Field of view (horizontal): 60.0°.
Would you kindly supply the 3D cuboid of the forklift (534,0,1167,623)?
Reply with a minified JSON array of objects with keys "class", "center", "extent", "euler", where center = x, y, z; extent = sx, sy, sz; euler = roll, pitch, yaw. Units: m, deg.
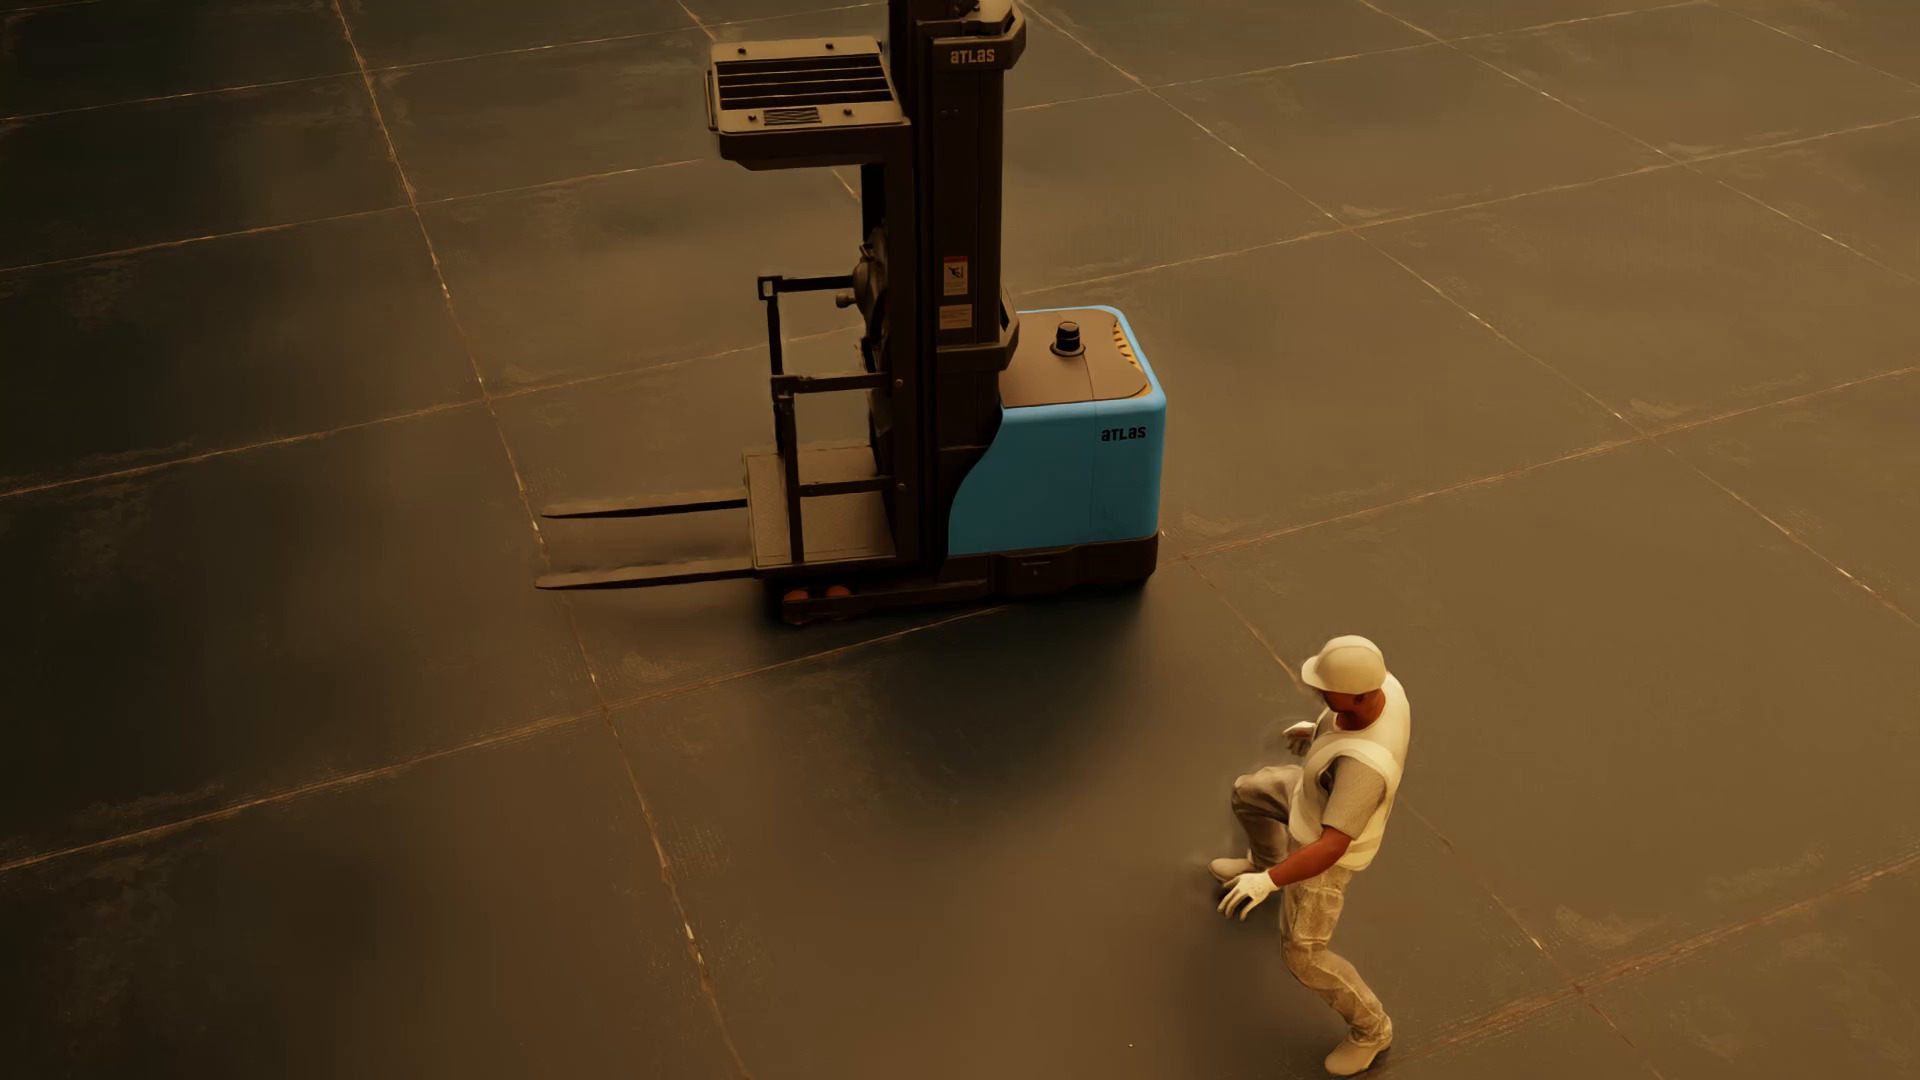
[{"class":"forklift","center":[-0.585,-1.115,7.667],"extent":[3.031,2.935,1.130],"euler":[-5,36,-7]}]

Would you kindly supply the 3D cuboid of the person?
[{"class":"person","center":[1.257,1.000,5.849],"extent":[0.780,1.639,1.013],"euler":[10,37,13]}]
